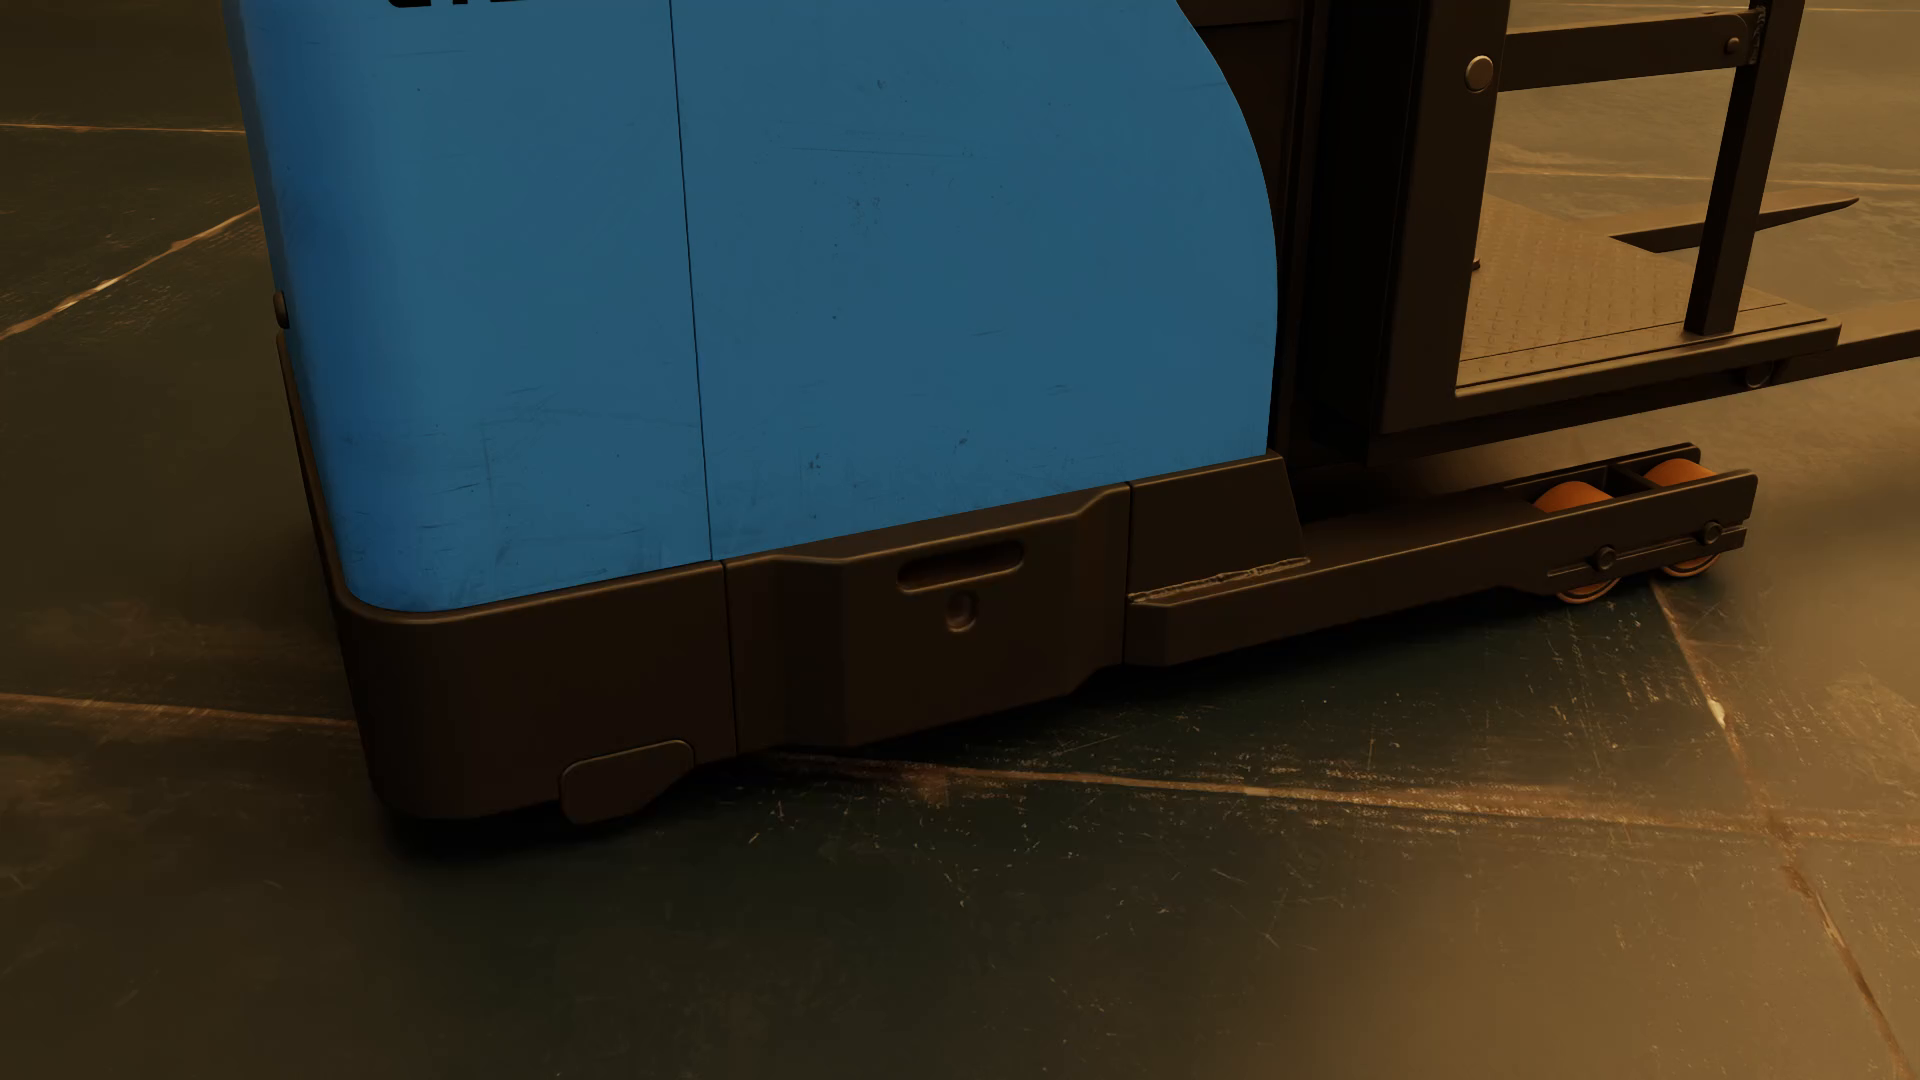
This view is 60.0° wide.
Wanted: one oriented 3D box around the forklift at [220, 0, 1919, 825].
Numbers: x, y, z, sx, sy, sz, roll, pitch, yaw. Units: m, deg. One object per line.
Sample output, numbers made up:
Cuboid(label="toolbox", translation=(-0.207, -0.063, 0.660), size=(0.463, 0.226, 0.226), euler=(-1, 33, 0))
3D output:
Cuboid(label="forklift", translation=(0.575, -1.426, 2.076), size=(3.031, 2.935, 1.130), euler=(-11, 29, -21))
